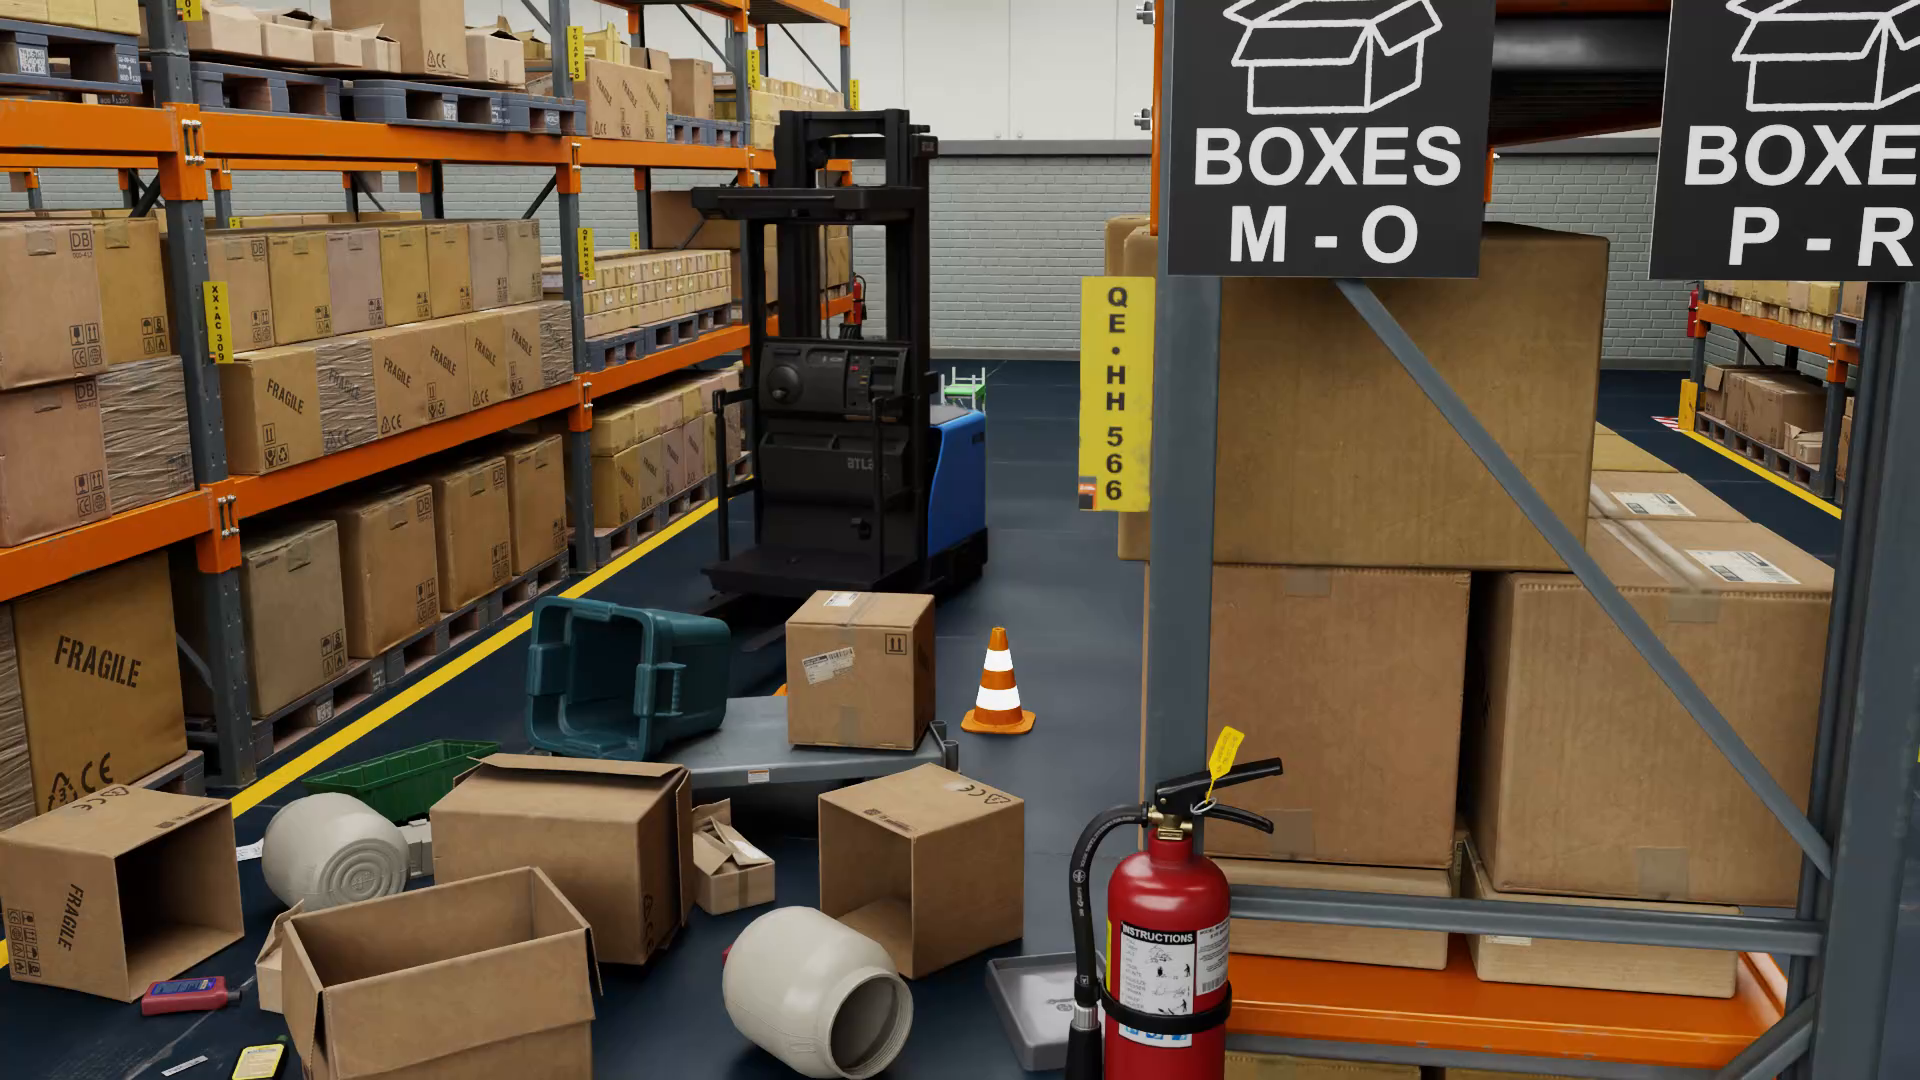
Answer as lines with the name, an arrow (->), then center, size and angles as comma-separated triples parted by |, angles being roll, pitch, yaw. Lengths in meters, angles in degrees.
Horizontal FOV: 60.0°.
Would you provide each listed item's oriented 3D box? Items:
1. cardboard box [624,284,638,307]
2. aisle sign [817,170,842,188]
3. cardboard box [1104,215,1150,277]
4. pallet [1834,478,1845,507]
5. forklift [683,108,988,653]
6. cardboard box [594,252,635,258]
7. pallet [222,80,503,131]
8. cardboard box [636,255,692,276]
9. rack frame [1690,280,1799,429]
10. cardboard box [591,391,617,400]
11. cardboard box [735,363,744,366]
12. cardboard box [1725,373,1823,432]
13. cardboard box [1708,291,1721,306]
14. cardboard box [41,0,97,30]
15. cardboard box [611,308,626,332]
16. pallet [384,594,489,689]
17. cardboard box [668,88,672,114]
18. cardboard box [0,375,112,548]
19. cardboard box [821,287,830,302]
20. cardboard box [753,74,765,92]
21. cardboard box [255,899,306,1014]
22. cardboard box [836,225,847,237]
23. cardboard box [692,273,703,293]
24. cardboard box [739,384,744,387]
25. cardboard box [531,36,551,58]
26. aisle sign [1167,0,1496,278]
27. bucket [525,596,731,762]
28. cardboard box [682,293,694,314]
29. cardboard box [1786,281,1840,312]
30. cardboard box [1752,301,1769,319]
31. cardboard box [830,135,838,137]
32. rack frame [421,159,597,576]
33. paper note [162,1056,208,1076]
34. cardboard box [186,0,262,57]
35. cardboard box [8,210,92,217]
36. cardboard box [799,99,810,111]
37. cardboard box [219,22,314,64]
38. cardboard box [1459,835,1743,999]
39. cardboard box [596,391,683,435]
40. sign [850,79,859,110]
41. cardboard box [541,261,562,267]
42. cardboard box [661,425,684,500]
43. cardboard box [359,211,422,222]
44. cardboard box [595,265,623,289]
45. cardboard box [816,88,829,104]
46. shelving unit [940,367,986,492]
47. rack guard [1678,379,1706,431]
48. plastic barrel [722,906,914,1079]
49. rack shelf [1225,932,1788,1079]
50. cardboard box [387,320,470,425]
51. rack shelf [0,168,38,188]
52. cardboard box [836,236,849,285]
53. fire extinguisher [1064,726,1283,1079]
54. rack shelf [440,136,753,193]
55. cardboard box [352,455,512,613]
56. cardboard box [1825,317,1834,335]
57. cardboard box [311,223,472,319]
cardboard box -> -2.526, -1.749, 11.882 | 0.380, 0.149, 0.250 | 2, 12, 9
aisle sign -> -1.377, -4.204, 18.209 | 0.394, 0.787, 0.004 | 2, 12, 9
cardboard box -> 0.687, -0.468, 3.730 | 0.700, 0.500, 0.500 | 2, 12, 8
pallet -> 7.425, -0.262, 12.706 | 1.003, 0.211, 1.213 | 2, 12, 9
forklift -> -0.823, -0.977, 9.567 | 1.130, 2.935, 3.031 | 5, 13, 21
cardboard box -> -2.893, -2.289, 13.684 | 0.380, 0.149, 0.250 | 2, 12, 9
pallet -> -3.130, -2.267, 8.723 | 1.003, 0.211, 1.213 | 2, 12, 11
cardboard box -> -2.332, -2.163, 13.096 | 0.380, 0.149, 0.250 | 1, 12, 7
rack frame -> 8.128, -2.628, 17.068 | 1.000, 3.000, 0.127 | 2, 12, 9
cardboard box -> -2.908, -0.974, 12.548 | 0.500, 0.250, 0.500 | 2, 12, 10
cardboard box -> -2.146, -1.768, 17.435 | 0.380, 0.149, 0.250 | 1, 12, 6
cardboard box -> 7.770, -1.310, 15.890 | 0.700, 0.500, 0.500 | 2, 12, 11
cardboard box -> 7.806, -2.446, 16.818 | 0.380, 0.149, 0.250 | 2, 12, 8
cardboard box -> -3.308, -1.888, 5.878 | 0.380, 0.149, 0.250 | 2, 12, 10
cardboard box -> -2.564, -1.543, 11.634 | 0.380, 0.149, 0.250 | 3, 12, 11
pallet -> -3.300, 0.516, 9.098 | 1.003, 0.211, 1.213 | 2, 12, 9
cardboard box -> -2.642, -3.546, 13.424 | 0.500, 0.311, 0.500 | 2, 12, 8
cardboard box -> -3.637, -0.310, 5.957 | 0.875, 0.550, 0.550 | 2, 12, 9
cardboard box -> -1.570, -2.570, 17.397 | 0.380, 0.149, 0.250 | 2, 12, 10
cardboard box -> -1.941, -4.035, 14.701 | 0.380, 0.149, 0.250 | 1, 12, 6
cardboard box -> -1.974, 1.325, 5.217 | 0.396, 0.266, 0.258 | 4, 13, 18
cardboard box -> -1.509, -3.507, 17.830 | 0.500, 0.500, 0.500 | 2, 12, 7
cardboard box -> -2.284, -2.070, 13.371 | 0.380, 0.149, 0.250 | 1, 12, 7
cardboard box -> -1.951, -1.372, 15.597 | 0.380, 0.149, 0.250 | 2, 12, 8
cardboard box -> -2.932, -3.513, 11.998 | 0.396, 0.266, 0.258 | 2, 12, 9
aisle sign -> 0.466, -0.725, 2.065 | 0.394, 0.787, 0.004 | 2, 12, 9
bucket -> -1.273, 0.531, 6.573 | 0.726, 0.611, 0.620 | 7, 4, 28
cardboard box -> -2.321, -1.872, 13.159 | 0.380, 0.149, 0.250 | 1, 12, 6
cardboard box -> 7.412, -2.086, 14.203 | 0.500, 0.250, 0.500 | 2, 12, 9
cardboard box -> 7.538, -2.124, 15.324 | 0.380, 0.149, 0.250 | 2, 12, 10
cardboard box -> -1.564, -4.111, 17.184 | 0.500, 0.250, 0.500 | 2, 12, 9
rack frame -> -2.915, -1.262, 10.730 | 1.000, 3.000, 0.127 | 2, 12, 9
paper note -> -2.261, 1.534, 4.852 | 0.032, 0.001, 0.123 | 10, 15, 38
cardboard box -> -3.190, -2.202, 7.055 | 0.258, 0.266, 0.396 | 2, 12, 8
cardboard box -> -7.472, -2.410, 13.438 | 0.797, 0.503, 0.637 | 2, 12, 10
cardboard box -> -1.752, -4.143, 16.147 | 0.500, 0.250, 0.500 | 1, 12, 6
cardboard box -> -3.125, -2.235, 7.486 | 0.250, 0.149, 0.380 | 2, 12, 9
cardboard box -> 1.018, 0.601, 2.679 | 0.380, 0.149, 0.250 | 2, 12, 9
cardboard box -> -2.403, -0.956, 12.465 | 0.500, 0.250, 0.500 | 2, 12, 9
sign -> -1.139, -4.804, 17.945 | 0.100, 0.325, 0.005 | 2, 12, 9
cardboard box -> -3.131, -1.965, 12.177 | 0.380, 0.149, 0.250 | 2, 12, 9
cardboard box -> -2.406, -0.596, 12.576 | 0.500, 0.500, 0.500 | 2, 12, 7
cardboard box -> -6.385, -3.438, 18.696 | 0.500, 0.500, 0.500 | 2, 12, 9
cardboard box -> -2.571, -1.832, 11.563 | 0.380, 0.149, 0.250 | 2, 12, 8
cardboard box -> -1.552, -4.521, 16.954 | 0.380, 0.149, 0.250 | 2, 12, 10
shelving unit -> 0.025, -0.621, 12.027 | 0.258, 1.200, 0.503 | 2, 12, 9
rack guard -> 8.116, -1.390, 17.258 | 1.175, 0.500, 0.348 | 2, 12, 9
plastic barrel -> -0.417, 1.323, 4.850 | 0.421, 0.421, 0.512 | -10, 16, -40
rack shelf -> 1.069, 0.478, 4.363 | 1.077, 0.370, 4.000 | 2, 12, 9
cardboard box -> -2.948, -0.894, 8.784 | 0.500, 0.500, 0.500 | 2, 12, 10
rack shelf -> -11.771, -3.968, 17.873 | 1.077, 0.370, 4.000 | 2, 12, 9
cardboard box -> -1.499, -3.020, 17.942 | 0.500, 0.500, 0.500 | 2, 12, 10
fire extinguisher -> 0.289, 0.589, 2.322 | 0.296, 0.674, 0.183 | 2, 12, 9
rack shelf -> -2.607, -2.793, 12.421 | 1.077, 0.370, 4.000 | 2, 12, 9
cardboard box -> -3.228, -0.062, 9.503 | 1.050, 0.750, 0.750 | 2, 12, 10
cardboard box -> 7.312, -1.747, 13.577 | 0.380, 0.149, 0.250 | 2, 12, 9
cardboard box -> -3.147, -1.494, 9.197 | 0.700, 0.500, 0.500 | 2, 12, 8
